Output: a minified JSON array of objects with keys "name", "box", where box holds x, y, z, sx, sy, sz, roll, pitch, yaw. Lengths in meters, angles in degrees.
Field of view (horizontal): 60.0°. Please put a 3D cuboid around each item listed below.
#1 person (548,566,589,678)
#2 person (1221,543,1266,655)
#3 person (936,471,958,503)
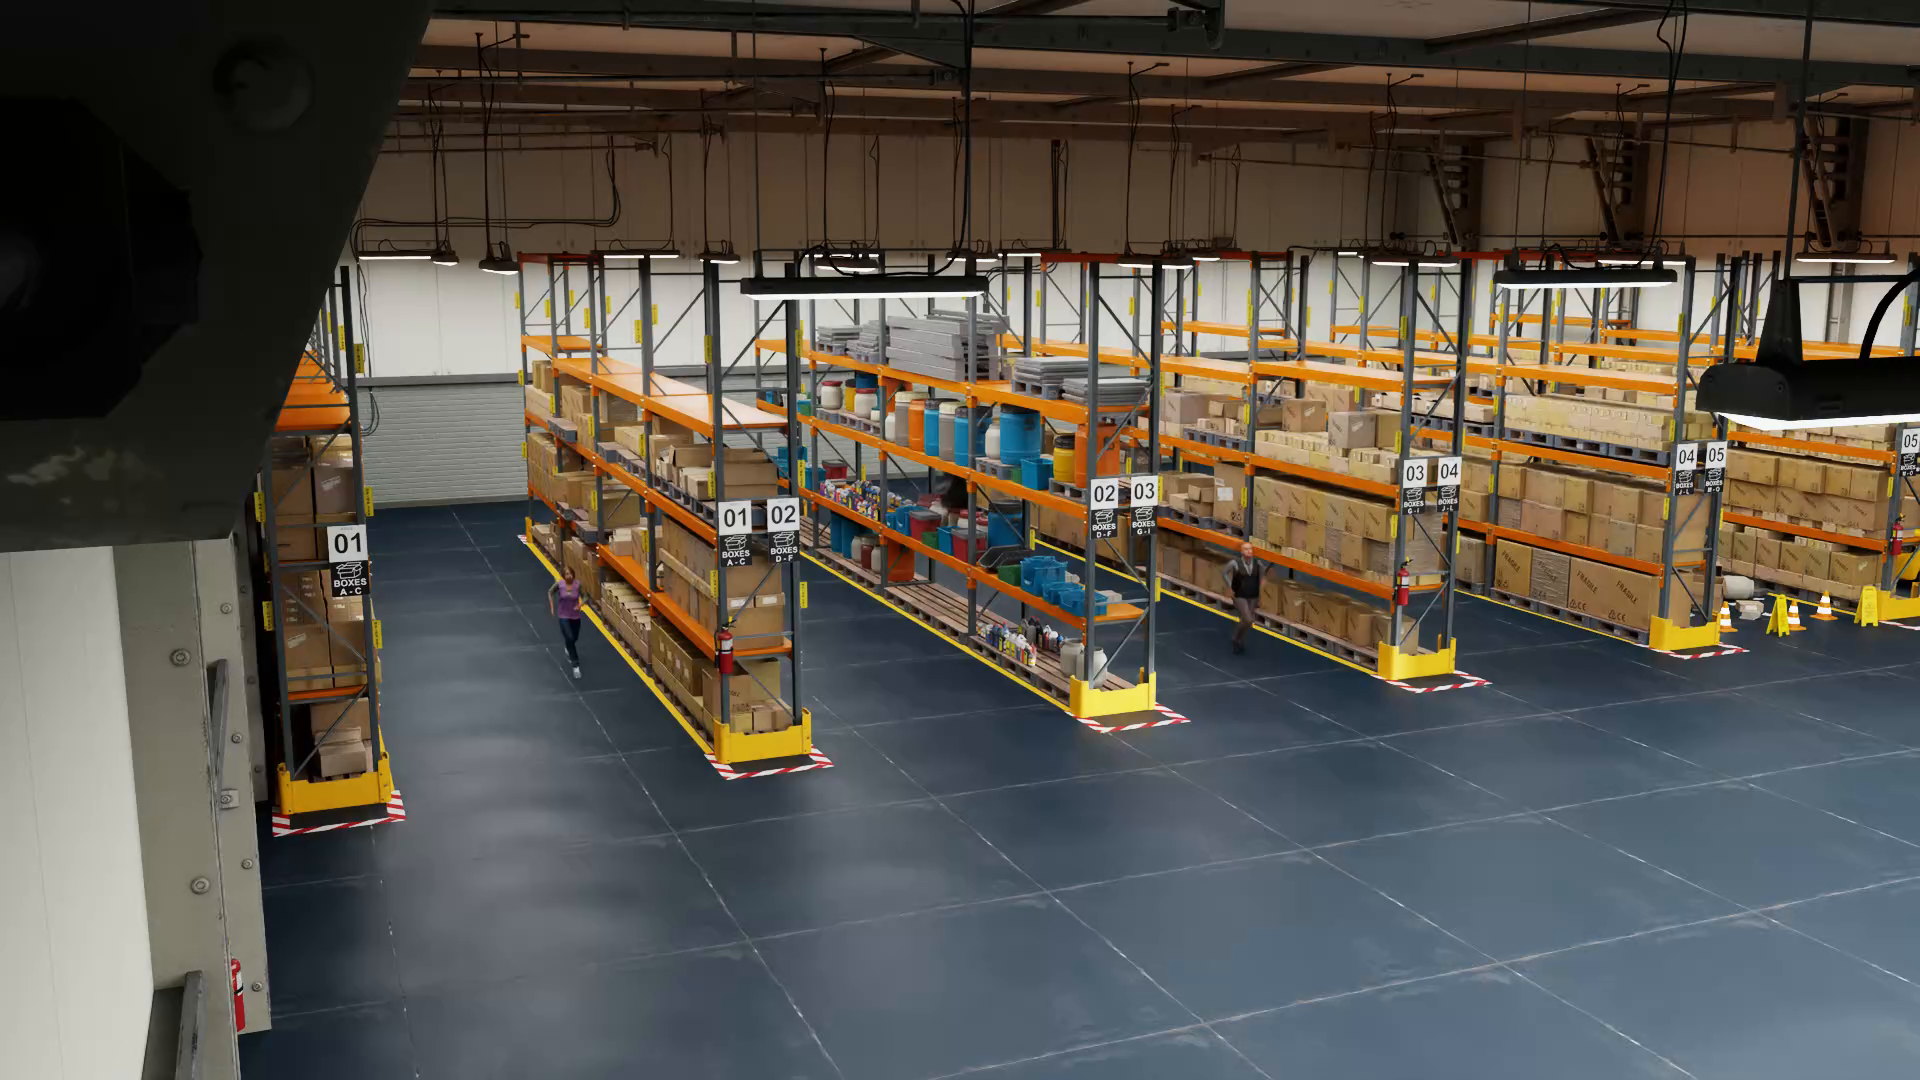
[{"name":"person","box":[-5.721,1.143,24.369,0.557,1.598,0.929,-4,11,-20]},{"name":"person","box":[4.377,0.901,25.367,0.632,1.734,0.697,-4,11,-20]},{"name":"person","box":[-0.281,-1.686,39.703,0.499,1.640,0.605,-2,10,-8]}]
